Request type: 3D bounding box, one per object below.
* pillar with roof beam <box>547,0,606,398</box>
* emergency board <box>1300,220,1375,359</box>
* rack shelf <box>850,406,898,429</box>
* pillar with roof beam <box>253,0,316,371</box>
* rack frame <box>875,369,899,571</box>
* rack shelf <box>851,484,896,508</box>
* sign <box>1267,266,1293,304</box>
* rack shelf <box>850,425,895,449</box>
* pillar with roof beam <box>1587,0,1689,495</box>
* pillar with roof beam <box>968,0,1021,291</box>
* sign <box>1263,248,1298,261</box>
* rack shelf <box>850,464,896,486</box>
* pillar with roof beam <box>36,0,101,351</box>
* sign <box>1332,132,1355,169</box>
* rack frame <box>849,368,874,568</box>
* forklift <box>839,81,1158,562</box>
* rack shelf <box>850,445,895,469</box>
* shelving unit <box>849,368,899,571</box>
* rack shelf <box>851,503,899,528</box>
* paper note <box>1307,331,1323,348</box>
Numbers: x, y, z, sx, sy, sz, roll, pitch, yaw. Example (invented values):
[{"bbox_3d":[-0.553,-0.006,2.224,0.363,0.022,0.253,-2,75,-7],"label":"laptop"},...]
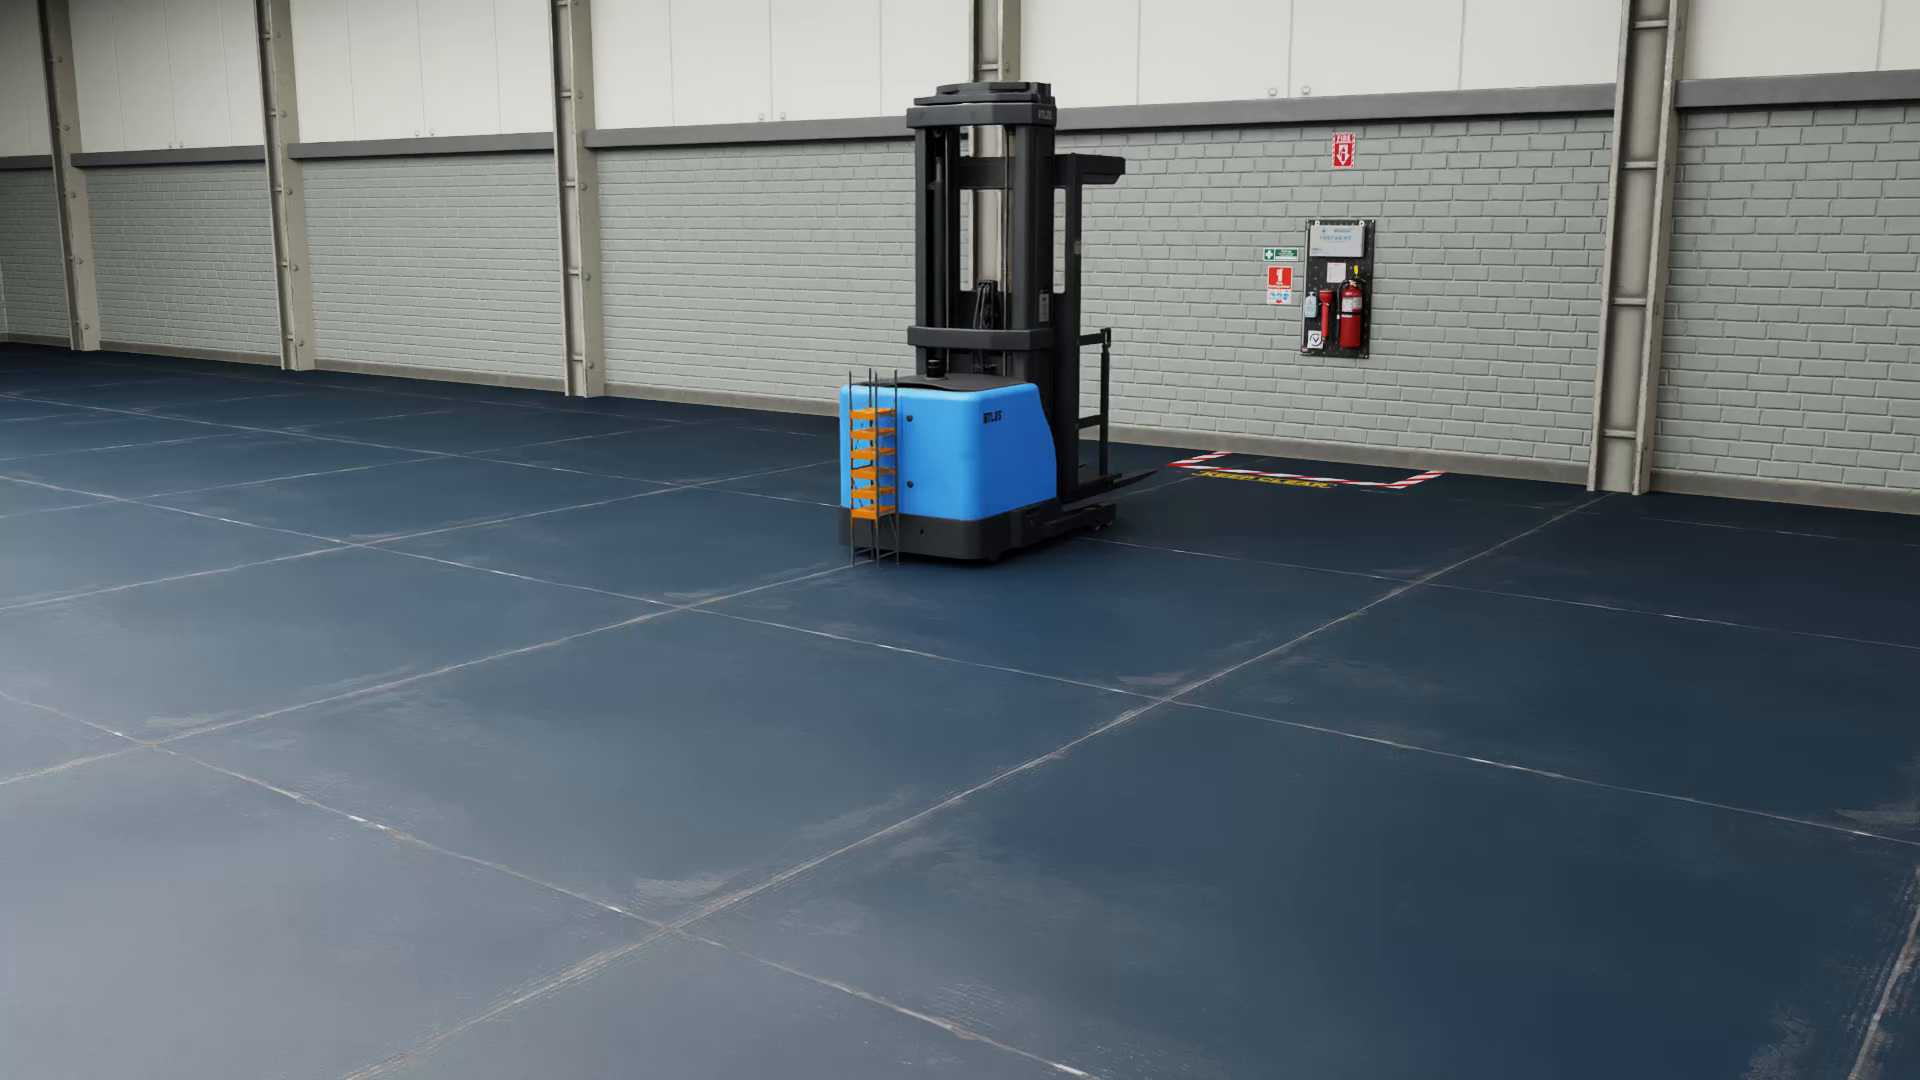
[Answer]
[{"bbox_3d":[-7.054,-5.499,15.762,0.400,9.000,9.100,8,13,36],"label":"pillar with roof beam"},{"bbox_3d":[3.197,-2.147,14.232,0.643,1.169,0.194,8,13,36],"label":"emergency board"},{"bbox_3d":[-0.520,-0.740,10.031,0.180,0.103,0.258,6,13,29],"label":"rack shelf"},{"bbox_3d":[-11.890,-6.174,19.249,0.400,9.000,9.100,8,13,36],"label":"pillar with roof beam"},{"bbox_3d":[-0.441,-0.422,10.047,0.006,1.200,0.240,6,13,29],"label":"rack frame"},{"bbox_3d":[-0.519,-0.269,10.124,0.180,0.103,0.258,6,13,29],"label":"rack shelf"},{"bbox_3d":[2.812,-2.243,14.631,0.234,0.329,0.001,8,13,36],"label":"sign"},{"bbox_3d":[-0.520,-0.622,10.054,0.180,0.103,0.258,6,13,29],"label":"rack shelf"},{"bbox_3d":[2.618,-4.150,8.789,0.400,9.000,9.100,8,13,36],"label":"pillar with roof beam"},{"bbox_3d":[-2.218,-4.824,12.276,0.400,9.000,9.100,8,13,36],"label":"pillar with roof beam"},{"bbox_3d":[2.811,-2.501,14.571,0.331,0.109,0.001,8,13,36],"label":"sign"},{"bbox_3d":[-0.520,-0.387,10.101,0.180,0.103,0.258,6,13,29],"label":"rack shelf"},{"bbox_3d":[-16.726,-6.848,22.736,0.400,9.000,9.100,8,13,36],"label":"pillar with roof beam"},{"bbox_3d":[3.249,-3.302,14.095,0.199,0.298,0.001,8,13,36],"label":"sign"},{"bbox_3d":[-0.599,-0.439,10.137,0.006,1.200,0.240,6,13,29],"label":"rack frame"},{"bbox_3d":[0.427,-1.540,11.271,1.130,2.935,3.031,7,13,31],"label":"forklift"},{"bbox_3d":[-0.520,-0.504,10.078,0.180,0.103,0.258,6,13,29],"label":"rack shelf"},{"bbox_3d":[-0.520,-0.430,10.092,0.189,1.200,0.258,6,13,29],"label":"shelving unit"},{"bbox_3d":[-0.519,-0.151,10.147,0.180,0.103,0.258,6,13,29],"label":"rack shelf"},{"bbox_3d":[3.095,-1.745,14.473,0.142,0.148,0.016,8,13,36],"label":"paper note"}]
